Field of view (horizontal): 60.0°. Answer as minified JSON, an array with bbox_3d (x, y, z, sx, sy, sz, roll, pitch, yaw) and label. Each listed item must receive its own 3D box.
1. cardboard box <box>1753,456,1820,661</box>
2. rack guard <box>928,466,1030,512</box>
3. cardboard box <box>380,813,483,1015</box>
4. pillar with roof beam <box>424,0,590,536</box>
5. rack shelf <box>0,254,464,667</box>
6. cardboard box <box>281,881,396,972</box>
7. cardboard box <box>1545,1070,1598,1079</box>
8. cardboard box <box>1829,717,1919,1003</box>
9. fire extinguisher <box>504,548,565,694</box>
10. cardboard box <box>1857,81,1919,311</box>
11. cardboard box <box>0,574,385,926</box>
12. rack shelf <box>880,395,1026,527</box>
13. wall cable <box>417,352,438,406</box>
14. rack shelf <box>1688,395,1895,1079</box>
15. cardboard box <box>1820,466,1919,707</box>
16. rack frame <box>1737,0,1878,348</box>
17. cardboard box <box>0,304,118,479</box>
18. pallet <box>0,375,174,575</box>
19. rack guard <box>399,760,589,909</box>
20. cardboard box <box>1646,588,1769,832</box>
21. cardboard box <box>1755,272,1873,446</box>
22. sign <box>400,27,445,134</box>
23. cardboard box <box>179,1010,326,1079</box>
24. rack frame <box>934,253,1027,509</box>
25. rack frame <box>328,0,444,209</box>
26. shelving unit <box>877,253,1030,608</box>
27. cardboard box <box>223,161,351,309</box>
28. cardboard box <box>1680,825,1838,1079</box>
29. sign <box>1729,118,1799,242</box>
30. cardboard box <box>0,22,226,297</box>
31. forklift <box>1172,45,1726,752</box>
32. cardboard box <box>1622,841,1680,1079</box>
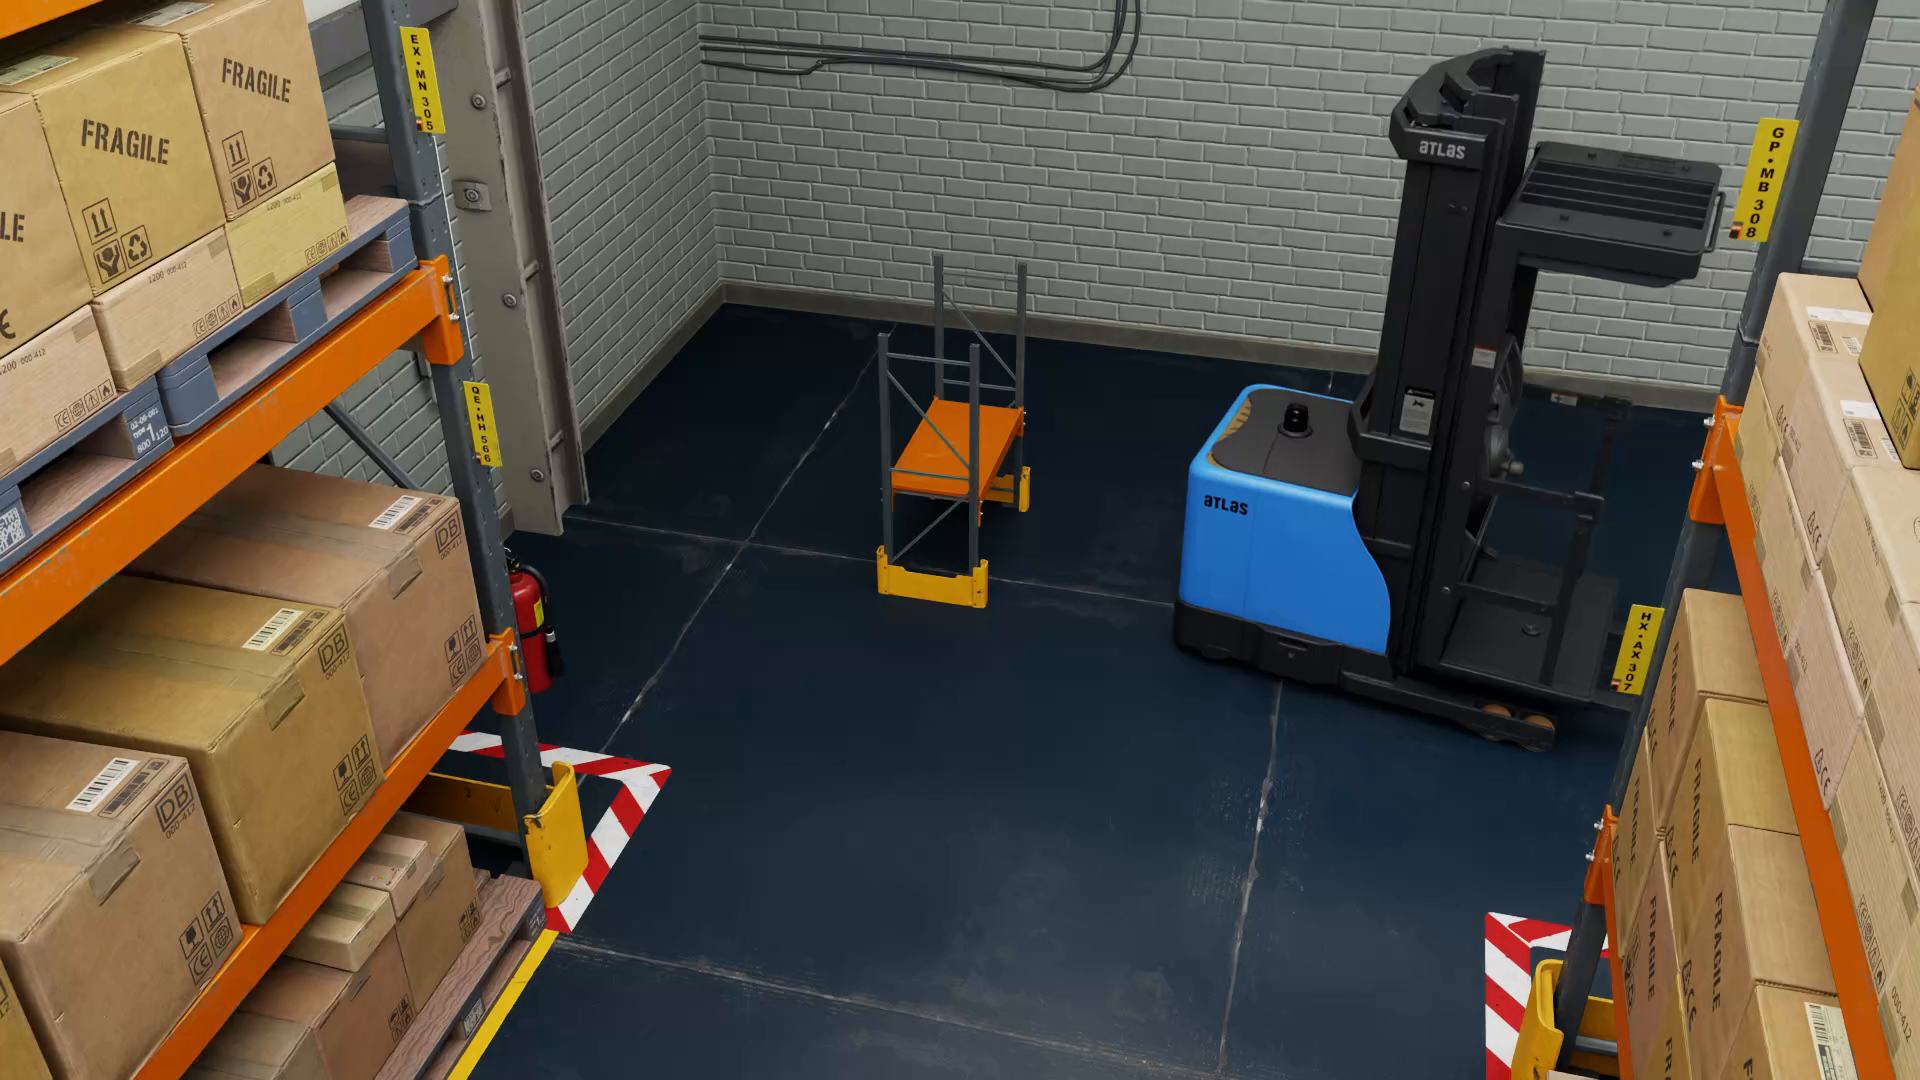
[{"bbox_3d":[2.093,0.066,3.694,0.500,0.250,0.500,8,33,12],"label":"cardboard box"},{"bbox_3d":[0.107,-0.324,9.527,0.587,0.250,0.087,8,33,12],"label":"rack guard"},{"bbox_3d":[-2.265,1.361,6.252,0.700,0.500,0.500,8,33,12],"label":"cardboard box"},{"bbox_3d":[1.829,-3.358,6.144,9.100,9.000,0.400,8,33,12],"label":"pillar with roof beam"},{"bbox_3d":[-2.692,0.182,4.042,1.077,0.370,4.000,8,33,12],"label":"rack shelf"},{"bbox_3d":[-2.185,1.312,5.725,0.380,0.149,0.250,9,34,14],"label":"cardboard box"},{"bbox_3d":[2.170,1.967,5.607,0.380,0.149,0.250,8,33,12],"label":"cardboard box"},{"bbox_3d":[1.847,0.586,2.876,0.500,0.250,0.500,8,33,12],"label":"cardboard box"},{"bbox_3d":[-1.699,0.281,6.431,0.296,0.674,0.183,8,33,12],"label":"fire extinguisher"},{"bbox_3d":[2.494,-0.682,3.706,0.700,0.500,0.500,8,33,12],"label":"cardboard box"},{"bbox_3d":[-2.478,0.625,5.191,0.980,0.700,0.700,8,33,12],"label":"cardboard box"},{"bbox_3d":[-0.022,-0.437,8.874,0.538,0.185,1.000,8,33,12],"label":"rack shelf"},{"bbox_3d":[-2.774,-1.115,7.262,0.084,1.984,1.851,8,33,12],"label":"wall cable"},{"bbox_3d":[2.101,0.855,2.984,1.077,0.370,4.000,8,33,12],"label":"rack shelf"},{"bbox_3d":[1.972,0.116,3.150,0.500,0.250,0.500,8,33,12],"label":"cardboard box"},{"bbox_3d":[2.608,-1.753,3.619,1.000,3.000,0.127,8,33,12],"label":"rack frame"},{"bbox_3d":[-2.371,-0.358,3.877,0.500,0.250,0.500,7,33,11],"label":"cardboard box"},{"bbox_3d":[-2.670,-0.100,3.899,1.003,0.211,1.213,8,33,12],"label":"pallet"},{"bbox_3d":[-2.178,1.149,6.977,1.175,0.500,0.348,8,33,12],"label":"rack guard"},{"bbox_3d":[2.241,0.509,4.628,0.500,0.500,0.500,9,34,14],"label":"cardboard box"},{"bbox_3d":[2.226,-0.403,3.966,0.500,0.250,0.500,8,33,12],"label":"cardboard box"},{"bbox_3d":[-1.663,-1.418,5.138,0.100,0.325,0.005,8,33,12],"label":"sign"},{"bbox_3d":[-2.519,1.882,5.432,0.700,0.500,0.500,7,33,11],"label":"cardboard box"},{"bbox_3d":[0.107,-0.852,9.193,0.500,1.500,0.032,8,33,12],"label":"rack frame"},{"bbox_3d":[-2.184,-2.425,4.677,1.000,3.000,0.127,8,33,12],"label":"rack frame"},{"bbox_3d":[-0.019,-0.593,8.785,0.587,1.500,1.083,8,33,12],"label":"shelving unit"},{"bbox_3d":[-2.113,-0.899,4.728,0.500,0.250,0.500,9,34,14],"label":"cardboard box"},{"bbox_3d":[1.984,1.041,3.792,0.500,0.500,0.500,8,33,13],"label":"cardboard box"},{"bbox_3d":[2.084,-0.929,4.305,0.100,0.325,0.005,8,33,12],"label":"sign"},{"bbox_3d":[-2.243,-0.957,4.119,0.500,0.500,0.500,9,34,14],"label":"cardboard box"},{"bbox_3d":[2.627,-0.582,7.433,3.031,2.935,1.130,14,35,21],"label":"forklift"},{"bbox_3d":[2.115,1.200,4.474,0.500,0.500,0.500,8,33,12],"label":"cardboard box"}]
